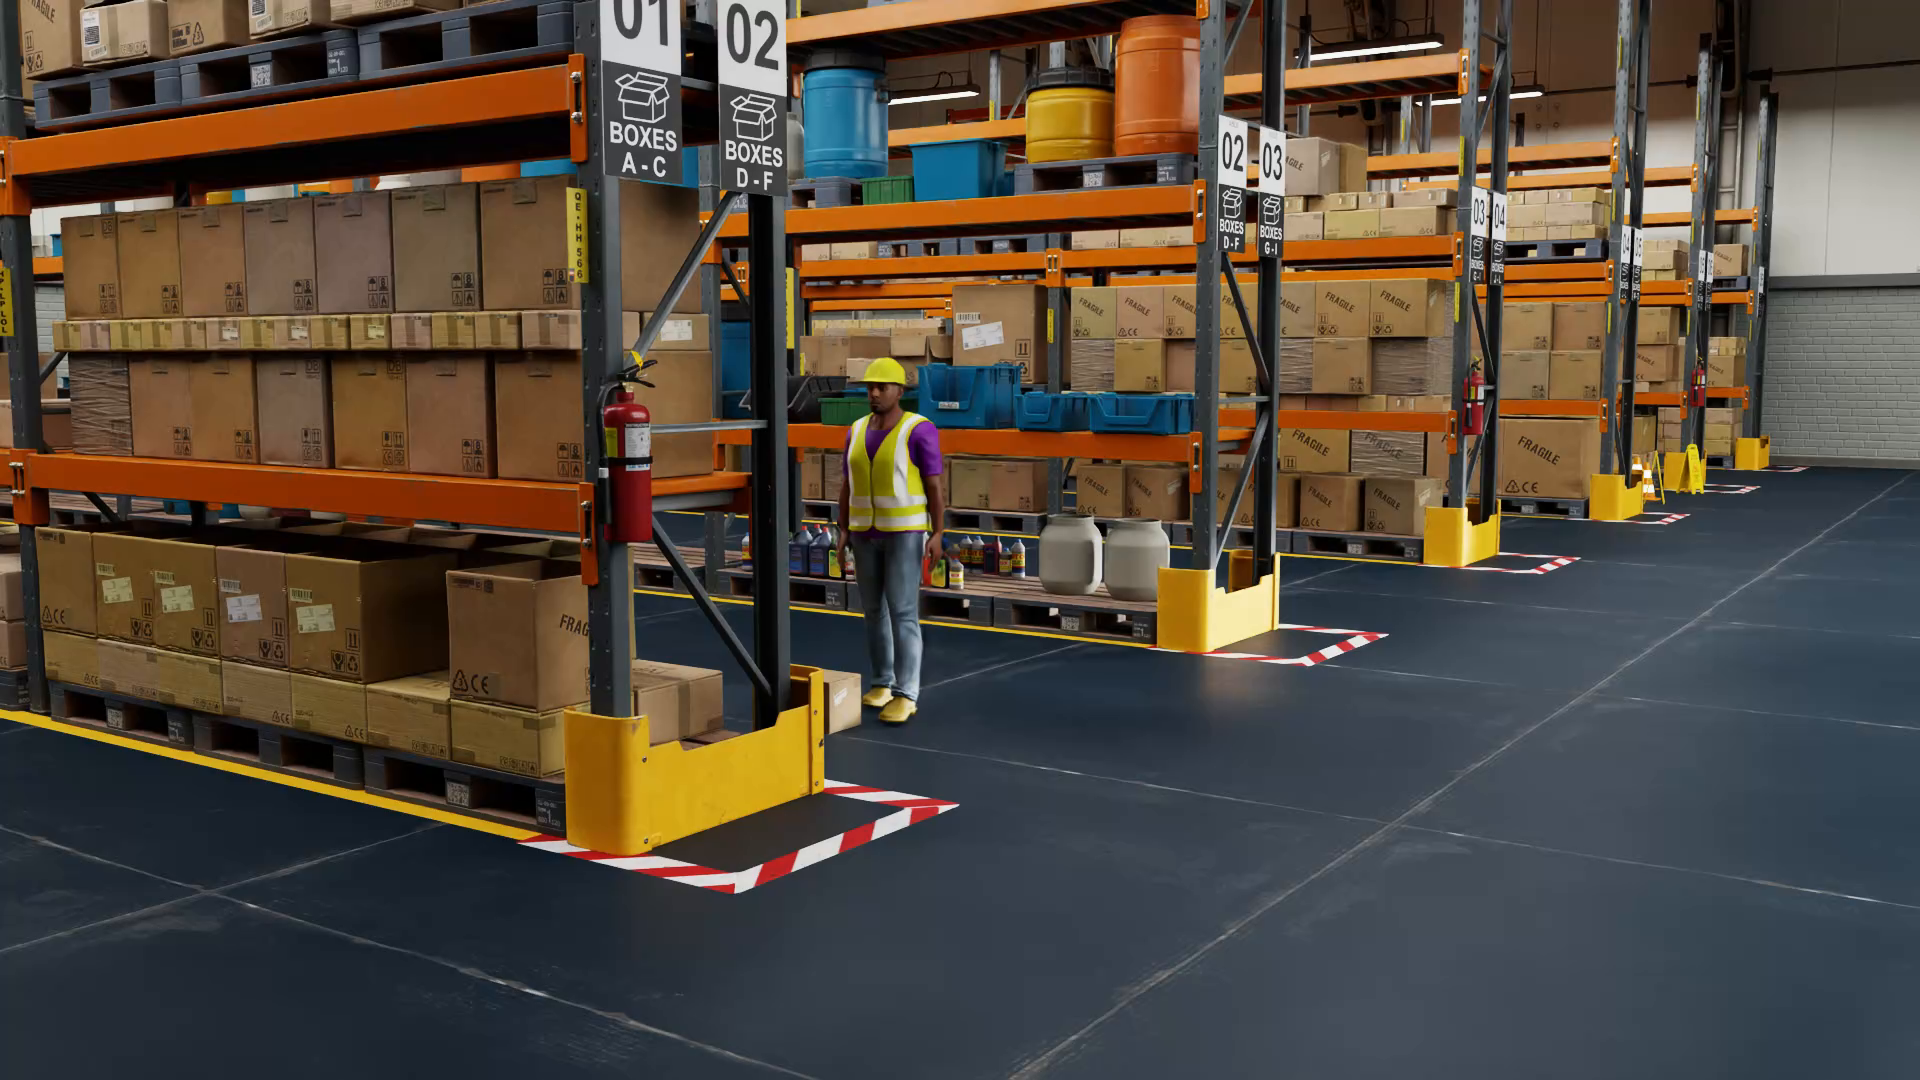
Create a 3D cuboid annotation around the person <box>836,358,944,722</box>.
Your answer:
[{"bbox_3d":[-0.401,-0.016,8.263,0.575,1.770,0.571,3,7,28],"label":"person"}]
